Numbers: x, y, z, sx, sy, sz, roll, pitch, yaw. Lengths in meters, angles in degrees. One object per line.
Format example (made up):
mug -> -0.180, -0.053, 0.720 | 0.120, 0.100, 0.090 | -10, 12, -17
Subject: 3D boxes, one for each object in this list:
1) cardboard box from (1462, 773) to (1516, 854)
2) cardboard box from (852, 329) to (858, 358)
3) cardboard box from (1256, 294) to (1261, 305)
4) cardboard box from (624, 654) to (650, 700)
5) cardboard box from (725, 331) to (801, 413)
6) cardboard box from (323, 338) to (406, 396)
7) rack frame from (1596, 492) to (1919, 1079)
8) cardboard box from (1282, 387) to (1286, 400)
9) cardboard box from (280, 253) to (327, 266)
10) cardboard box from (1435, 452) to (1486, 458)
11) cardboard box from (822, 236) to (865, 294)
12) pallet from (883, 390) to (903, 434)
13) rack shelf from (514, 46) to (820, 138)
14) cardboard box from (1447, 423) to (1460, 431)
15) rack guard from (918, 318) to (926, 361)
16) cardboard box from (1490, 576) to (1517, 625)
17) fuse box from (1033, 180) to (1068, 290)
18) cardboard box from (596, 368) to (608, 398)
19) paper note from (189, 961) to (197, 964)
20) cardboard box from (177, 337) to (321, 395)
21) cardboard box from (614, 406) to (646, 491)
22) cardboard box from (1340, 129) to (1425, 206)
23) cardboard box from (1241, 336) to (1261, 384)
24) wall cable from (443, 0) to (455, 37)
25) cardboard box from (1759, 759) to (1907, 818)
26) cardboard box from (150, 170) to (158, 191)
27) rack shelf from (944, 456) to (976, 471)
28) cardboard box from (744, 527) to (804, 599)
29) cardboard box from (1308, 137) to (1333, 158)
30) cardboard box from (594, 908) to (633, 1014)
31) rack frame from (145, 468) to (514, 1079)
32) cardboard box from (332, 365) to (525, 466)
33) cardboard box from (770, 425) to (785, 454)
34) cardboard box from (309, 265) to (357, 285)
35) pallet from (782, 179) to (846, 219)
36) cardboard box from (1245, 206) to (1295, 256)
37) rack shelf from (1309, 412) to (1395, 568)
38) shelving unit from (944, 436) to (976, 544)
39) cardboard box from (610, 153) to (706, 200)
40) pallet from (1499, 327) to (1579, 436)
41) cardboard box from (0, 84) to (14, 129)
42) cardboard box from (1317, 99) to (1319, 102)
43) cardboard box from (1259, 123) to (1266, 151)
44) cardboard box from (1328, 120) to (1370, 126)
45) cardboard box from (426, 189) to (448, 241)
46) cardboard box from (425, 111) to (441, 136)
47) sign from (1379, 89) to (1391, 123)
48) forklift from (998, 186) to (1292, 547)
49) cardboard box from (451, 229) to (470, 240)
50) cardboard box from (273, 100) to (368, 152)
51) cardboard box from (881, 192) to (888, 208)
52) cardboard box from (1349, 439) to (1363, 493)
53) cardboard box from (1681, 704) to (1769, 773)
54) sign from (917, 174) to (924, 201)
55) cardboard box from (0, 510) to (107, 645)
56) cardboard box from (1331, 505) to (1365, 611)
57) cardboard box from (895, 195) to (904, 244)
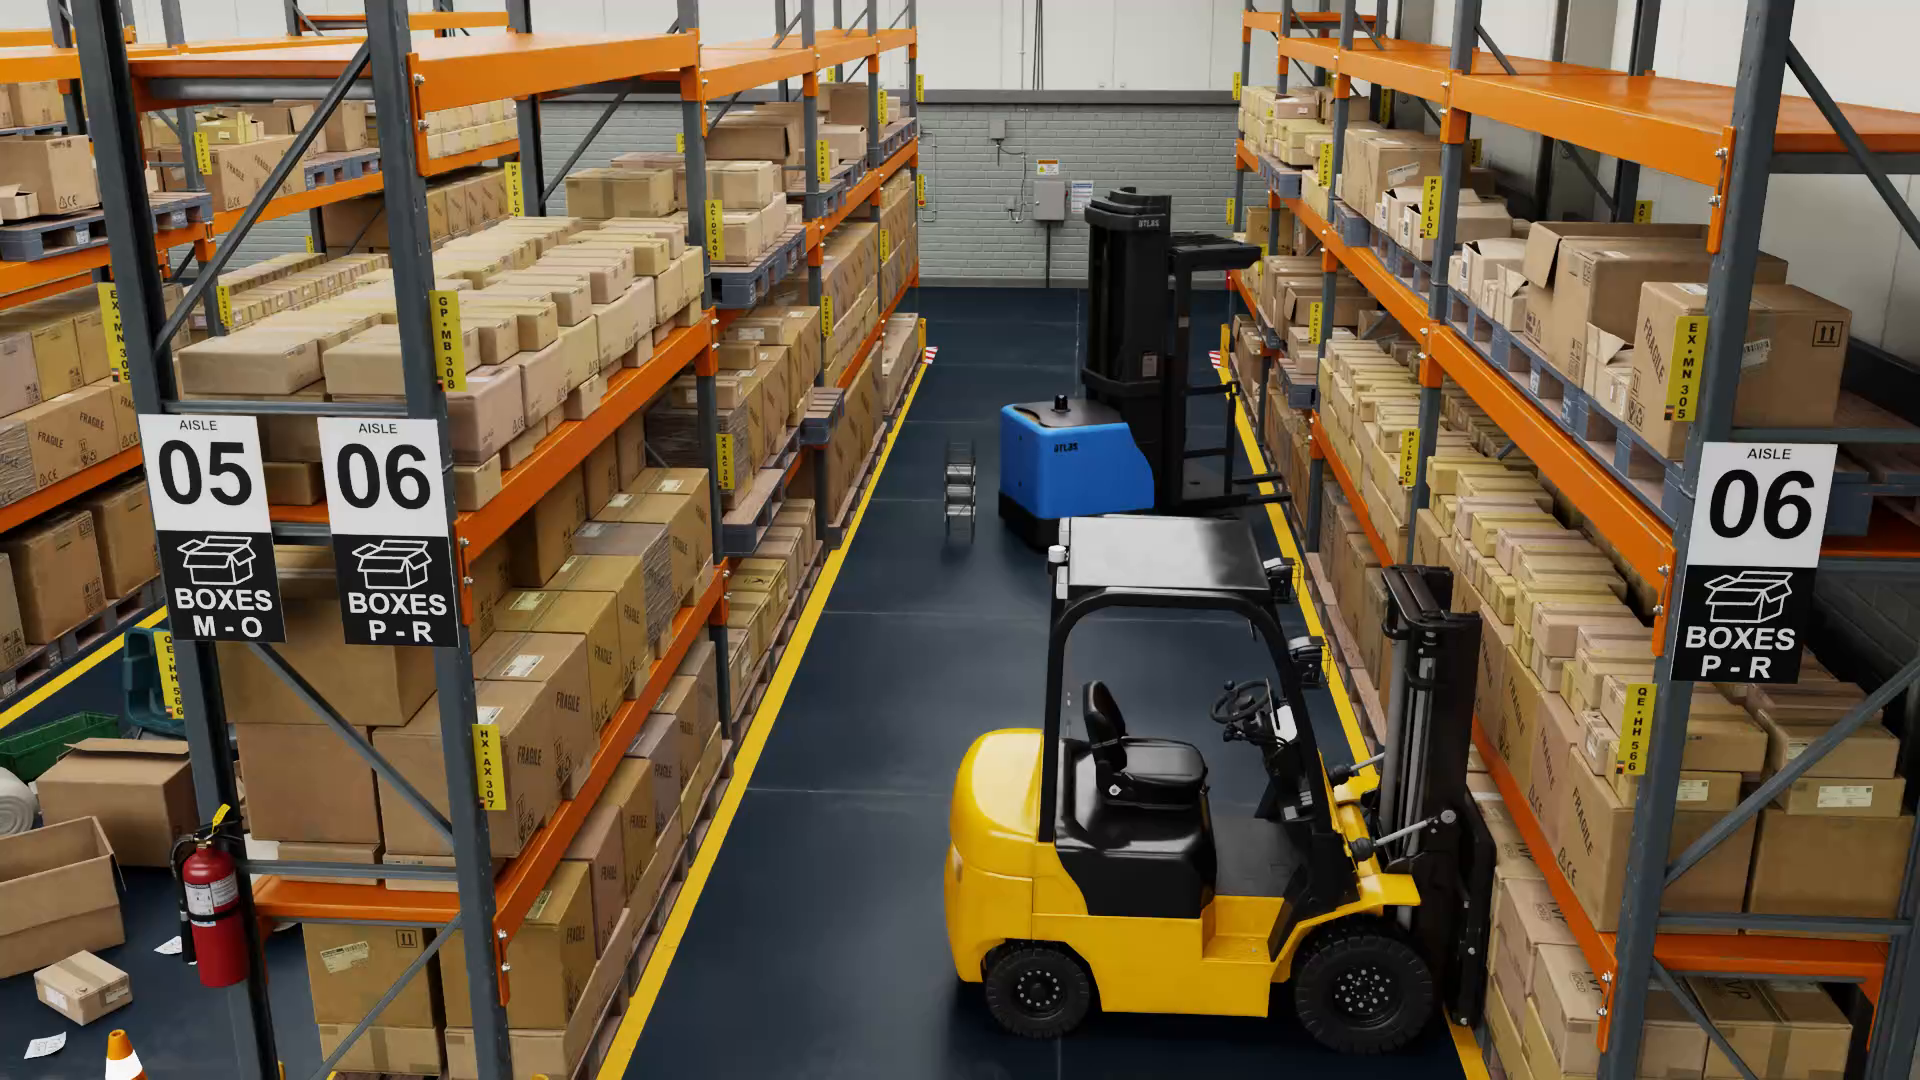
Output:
cardboard box -> 2.589, 1.311, 7.741 | 0.500, 0.250, 0.500 | 1, 18, 3
cardboard box -> -1.231, -1.844, 15.473 | 0.500, 0.250, 0.500 | 1, 18, 4
cardboard box -> 3.389, -2.573, 17.862 | 0.380, 0.149, 0.250 | 2, 18, 5
cardboard box -> -1.717, 0.651, 8.023 | 0.380, 0.149, 0.250 | 1, 18, 4
cardboard box -> -1.428, -1.216, 12.004 | 0.500, 0.500, 0.500 | 0, 18, 0
cardboard box -> -1.956, -0.599, 5.738 | 0.380, 0.149, 0.250 | 1, 18, 4
rack frame -> 2.766, 1.302, 5.633 | 1.000, 3.000, 0.127 | 1, 18, 4
cardboard box -> 3.386, -1.472, 16.396 | 0.380, 0.149, 0.250 | 0, 18, 1
cardboard box -> -6.756, -2.865, 17.122 | 0.380, 0.149, 0.250 | 2, 18, 7
cardboard box -> 2.856, -0.407, 9.647 | 0.380, 0.149, 0.250 | 2, 18, 6
cardboard box -> -1.192, -2.595, 15.760 | 0.500, 0.500, 0.500 | 2, 18, 6
pallet -> -1.192, -1.444, 18.491 | 1.003, 0.211, 1.213 | 1, 18, 4
rack shelf -> -1.755, -2.990, 10.895 | 1.077, 0.370, 4.000 | 1, 18, 4
cardboard box -> 3.439, -0.574, 10.795 | 0.500, 0.250, 0.500 | 1, 18, 3
rack guard -> -1.036, -2.597, 21.545 | 1.175, 0.500, 0.348 | 1, 18, 4
cardboard box -> 2.637, 0.277, 7.559 | 0.380, 0.149, 0.250 | 1, 18, 3
fuse box -> 1.428, -4.824, 26.399 | 0.539, 1.711, 0.414 | 1, 18, 4
cardboard box -> -1.770, -0.694, 7.310 | 0.380, 0.149, 0.250 | 1, 18, 2
paper note -> -3.739, 2.047, 8.159 | 0.032, 0.001, 0.123 | 1, 18, 4
cardboard box -> -2.455, -0.604, 5.756 | 0.380, 0.149, 0.250 | 1, 18, 4
cardboard box -> -2.146, -0.582, 9.139 | 0.700, 0.500, 0.500 | 1, 18, 3
cardboard box -> 3.045, -2.683, 11.982 | 0.500, 0.500, 0.500 | 1, 18, 4
cardboard box -> 3.537, -2.065, 19.247 | 0.500, 0.500, 0.500 | 2, 18, 5
wall cable -> -7.079, -10.057, 25.498 | 2.277, 5.999, 0.120 | 1, 18, 4
cardboard box -> 3.049, 0.846, 5.820 | 0.380, 0.149, 0.250 | 1, 18, 3
cardboard box -> -6.380, -2.742, 12.698 | 0.380, 0.166, 0.250 | 1, 18, 4
rack shelf -> 0.001, -0.655, 14.217 | 0.258, 0.077, 0.200 | 1, 18, 4
cardboard box -> -1.707, 0.161, 12.659 | 0.950, 0.372, 0.625 | 1, 18, 3
cardboard box -> 3.146, -3.306, 14.000 | 0.380, 0.149, 0.250 | 1, 18, 3
cardboard box -> -1.807, 1.896, 7.559 | 0.500, 0.250, 0.500 | 2, 18, 6
rack frame -> -2.185, 1.192, 5.968 | 1.000, 3.000, 0.127 | 1, 18, 4
cardboard box -> -1.883, -0.454, 5.936 | 0.500, 0.250, 0.500 | 1, 18, 3
cardboard box -> -1.422, -0.699, 11.469 | 0.380, 0.149, 0.250 | 2, 18, 6
cardboard box -> -6.161, -2.603, 16.322 | 0.380, 0.149, 0.250 | 1, 18, 4
pallet -> -1.618, -2.829, 13.727 | 1.213, 0.211, 1.003 | 2, 18, 6
cardboard box -> 3.505, -3.493, 18.825 | 0.500, 0.500, 0.500 | 2, 18, 5
rack shelf -> 3.196, -0.220, 11.432 | 1.077, 0.370, 4.000 | 1, 18, 4
shelving unit -> 0.001, -0.430, 14.291 | 0.258, 0.900, 0.210 | 1, 18, 4
cardboard box -> -1.933, -2.342, 10.699 | 0.500, 0.250, 0.500 | 2, 18, 5
pallet -> 2.927, -0.681, 7.008 | 1.003, 0.211, 1.213 | 1, 18, 4
cardboard box -> -11.170, -4.887, 18.709 | 0.700, 0.500, 0.500 | 2, 18, 7
cardboard box -> 3.967, -4.467, 17.381 | 0.500, 0.250, 0.500 | 1, 18, 2
cardboard box -> 3.438, -4.238, 17.485 | 0.500, 0.250, 0.500 | 1, 18, 2
cardboard box -> 3.725, -3.944, 15.915 | 0.380, 0.149, 0.250 | 1, 18, 4
cardboard box -> -5.972, -3.574, 18.269 | 0.500, 0.500, 0.500 | 1, 18, 2
cardboard box -> -5.955, -4.505, 17.974 | 0.500, 0.250, 0.500 | 1, 18, 4
sign -> 4.180, -4.272, 16.364 | 0.100, 0.325, 0.005 | 1, 18, 4
forklift -> 1.917, -1.572, 14.515 | 3.031, 2.935, 1.130 | -6, 19, -19
cardboard box -> -5.882, -3.260, 18.918 | 0.500, 0.500, 0.500 | 1, 18, 3
cardboard box -> -6.406, -4.171, 16.683 | 0.700, 0.500, 0.500 | 1, 18, 4
cardboard box -> -0.986, -3.694, 18.072 | 0.380, 0.149, 0.250 | 1, 18, 4
cardboard box -> 2.954, -0.502, 11.379 | 0.500, 0.250, 0.500 | 2, 18, 6
cardboard box -> 2.582, 0.689, 5.824 | 0.380, 0.149, 0.250 | 1, 18, 4
sign -> -0.498, -4.424, 20.866 | 0.100, 0.325, 0.005 | 1, 18, 4
cardboard box -> -6.815, 0.246, 11.794 | 1.050, 0.750, 0.750 | 1, 18, 4
cardboard box -> 3.242, 0.143, 12.310 | 0.875, 0.625, 0.625 | 2, 18, 6
cardboard box -> -0.920, -3.672, 19.046 | 0.500, 0.500, 0.500 | 1, 18, 4
